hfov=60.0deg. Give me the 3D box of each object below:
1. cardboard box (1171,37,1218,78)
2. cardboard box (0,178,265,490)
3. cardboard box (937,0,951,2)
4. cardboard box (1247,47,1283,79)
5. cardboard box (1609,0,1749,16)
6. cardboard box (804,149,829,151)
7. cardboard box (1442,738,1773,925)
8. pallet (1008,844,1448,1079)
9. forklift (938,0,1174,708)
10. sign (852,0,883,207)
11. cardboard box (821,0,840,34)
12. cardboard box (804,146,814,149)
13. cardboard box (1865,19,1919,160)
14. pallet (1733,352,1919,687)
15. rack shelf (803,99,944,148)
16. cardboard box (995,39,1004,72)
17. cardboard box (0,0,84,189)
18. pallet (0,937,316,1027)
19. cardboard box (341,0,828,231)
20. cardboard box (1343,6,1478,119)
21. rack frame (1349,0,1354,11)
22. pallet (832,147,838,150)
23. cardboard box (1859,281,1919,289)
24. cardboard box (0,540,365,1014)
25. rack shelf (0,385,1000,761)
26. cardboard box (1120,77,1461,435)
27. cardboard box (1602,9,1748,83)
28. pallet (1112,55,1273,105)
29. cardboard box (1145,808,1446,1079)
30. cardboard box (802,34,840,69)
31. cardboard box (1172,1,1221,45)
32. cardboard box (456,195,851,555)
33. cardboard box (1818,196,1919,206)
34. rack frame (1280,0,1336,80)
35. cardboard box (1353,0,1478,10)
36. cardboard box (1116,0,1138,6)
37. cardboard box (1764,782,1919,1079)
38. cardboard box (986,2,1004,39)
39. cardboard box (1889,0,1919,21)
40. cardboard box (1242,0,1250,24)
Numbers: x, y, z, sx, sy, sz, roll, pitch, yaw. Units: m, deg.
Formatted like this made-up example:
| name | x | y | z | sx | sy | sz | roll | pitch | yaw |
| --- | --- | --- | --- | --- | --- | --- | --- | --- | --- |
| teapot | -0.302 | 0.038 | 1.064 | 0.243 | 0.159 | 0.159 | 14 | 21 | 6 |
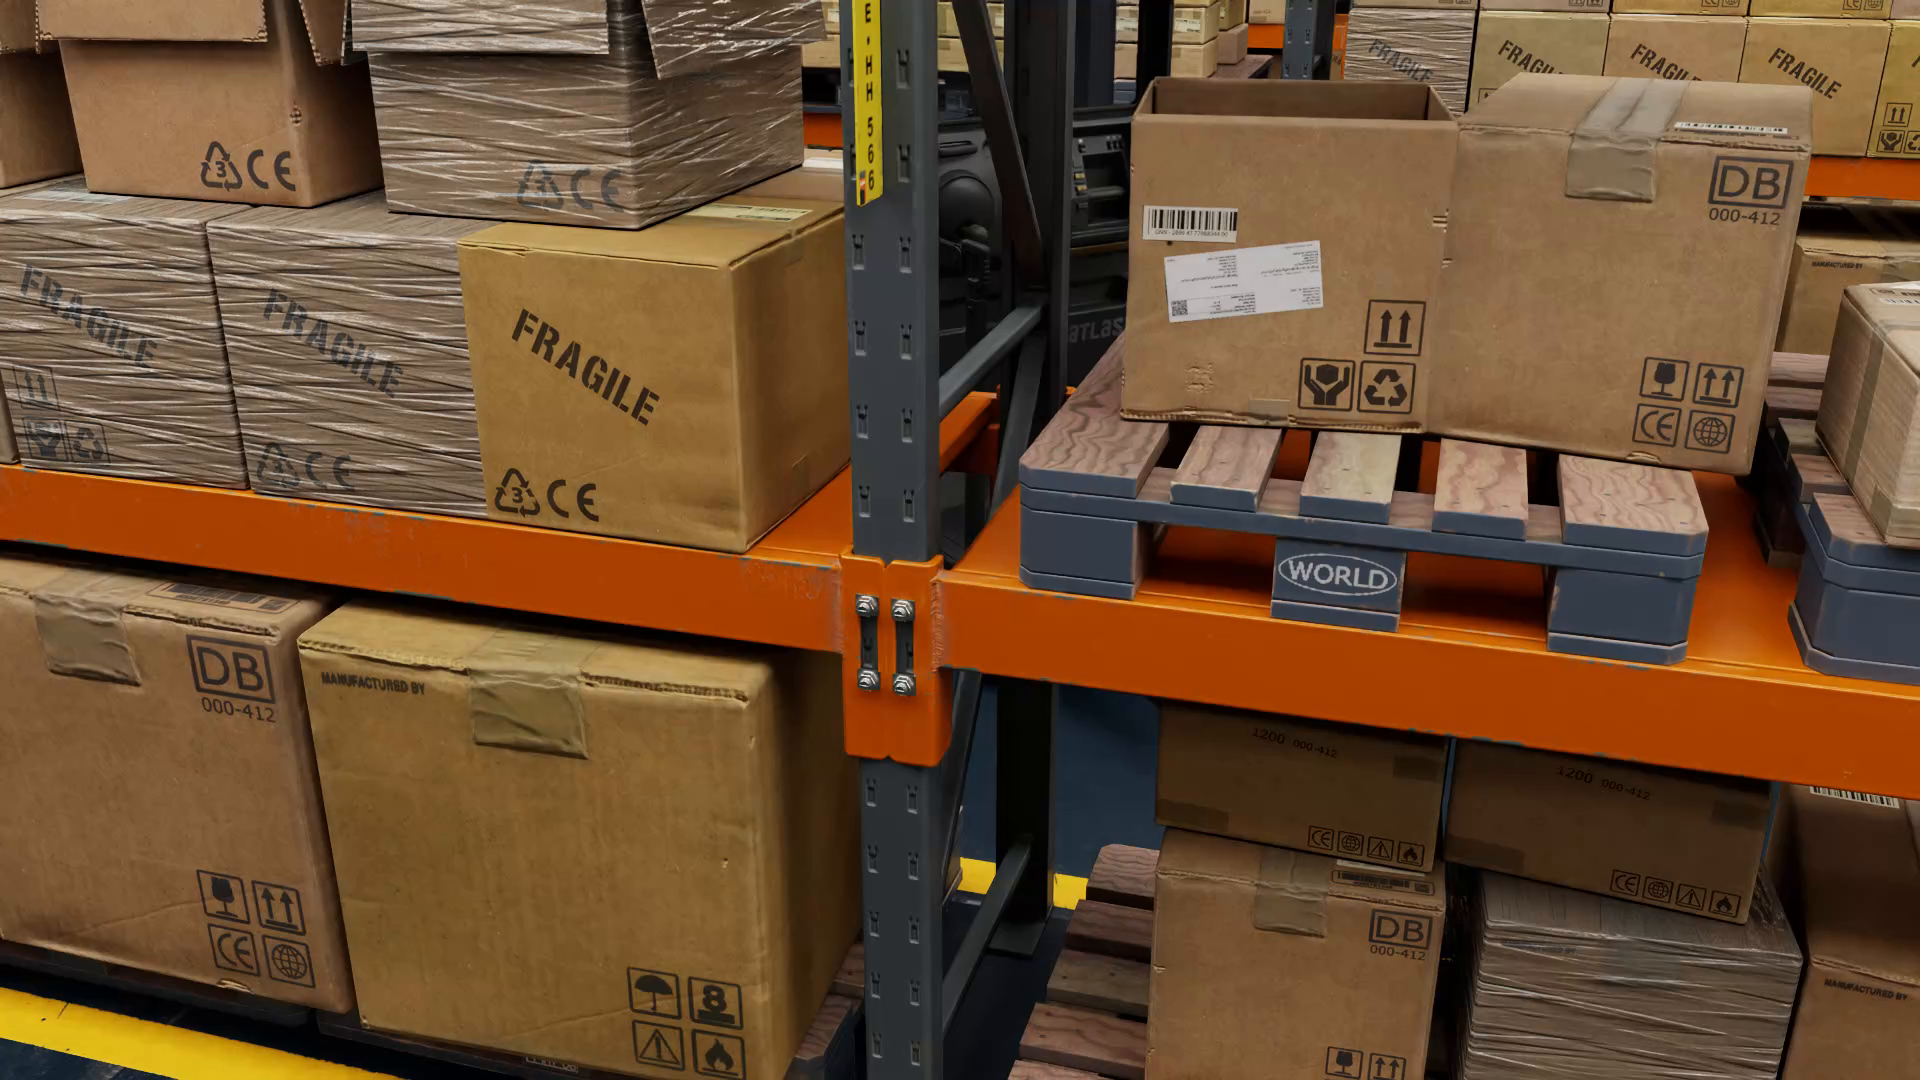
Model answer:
| name | x | y | z | sx | sy | sz | roll | pitch | yaw |
| --- | --- | --- | --- | --- | --- | --- | --- | --- | --- |
| cardboard box | 0.951 | -2.069 | 7.139 | 0.250 | 0.149 | 0.380 | 7 | 23 | 16 |
| cardboard box | -1.492 | -0.436 | 3.248 | 0.500 | 0.500 | 0.500 | 6 | 23 | 14 |
| cardboard box | -0.022 | -2.458 | 7.303 | 0.250 | 0.149 | 0.380 | 7 | 23 | 16 |
| cardboard box | 2.251 | -3.231 | 12.440 | 0.875 | 0.875 | 0.875 | 6 | 23 | 15 |
| cardboard box | 2.959 | -2.450 | 6.840 | 0.500 | 0.500 | 0.700 | 6 | 23 | 15 |
| cardboard box | -1.000 | -1.876 | 8.644 | 0.500 | 0.250 | 0.500 | 8 | 24 | 18 |
| cardboard box | 1.187 | 0.410 | 3.044 | 0.500 | 0.250 | 0.500 | 9 | 24 | 21 |
| pallet | 0.774 | 1.063 | 3.399 | 1.213 | 0.211 | 1.003 | 7 | 23 | 16 |
| forklift | 0.333 | -1.126 | 5.154 | 1.130 | 2.935 | 3.031 | -13 | 26 | -28 |
| sign | -0.131 | -0.647 | 2.368 | 0.005 | 0.325 | 0.100 | 7 | 23 | 16 |
| cardboard box | -0.532 | -2.377 | 7.498 | 0.250 | 0.149 | 0.380 | 6 | 23 | 14 |
| cardboard box | -1.511 | -3.469 | 13.597 | 0.875 | 0.438 | 0.875 | 6 | 23 | 15 |
| cardboard box | 3.841 | -1.783 | 6.531 | 0.500 | 0.500 | 0.500 | 7 | 23 | 16 |
| pallet | 1.933 | -0.022 | 2.624 | 1.213 | 0.211 | 1.003 | 7 | 23 | 16 |
| rack shelf | -0.359 | -1.990 | 8.118 | 4.000 | 0.370 | 1.077 | 7 | 23 | 16 |
| cardboard box | 0.229 | -2.154 | 7.346 | 0.250 | 0.149 | 0.380 | 6 | 23 | 15 |
| cardboard box | -1.936 | -1.053 | 3.431 | 0.637 | 0.503 | 0.797 | 7 | 23 | 17 |
| pallet | -1.871 | 0.729 | 4.215 | 1.213 | 0.211 | 1.003 | 7 | 23 | 16 |
| cardboard box | -0.669 | -0.909 | 3.081 | 0.637 | 0.503 | 0.797 | 7 | 23 | 17 |
| cardboard box | 1.907 | -2.003 | 7.069 | 0.500 | 0.500 | 0.500 | 7 | 23 | 16 |
| rack frame | 2.889 | -3.914 | 11.858 | 0.127 | 3.000 | 1.000 | 7 | 23 | 16 |
| pallet | -1.646 | -3.174 | 13.729 | 1.213 | 0.211 | 1.003 | 7 | 23 | 16 |
| cardboard box | 1.701 | -0.360 | 2.820 | 0.258 | 0.266 | 0.396 | 6 | 23 | 14 |
| cardboard box | -1.480 | 0.292 | 3.852 | 0.875 | 0.875 | 1.225 | 7 | 23 | 16 |
| rack shelf | -1.889 | -0.199 | 3.751 | 4.000 | 0.370 | 1.077 | 7 | 23 | 16 |
| cardboard box | 0.555 | -0.509 | 2.873 | 0.500 | 0.500 | 0.500 | 4 | 23 | 9 |
| cardboard box | 2.878 | -1.893 | 6.800 | 0.500 | 0.500 | 0.500 | 7 | 23 | 15 |
| pallet | 0.843 | -2.055 | 7.579 | 1.003 | 0.211 | 1.213 | 7 | 23 | 16 |
| cardboard box | 0.673 | 0.706 | 3.310 | 0.500 | 0.500 | 0.700 | 5 | 23 | 13 |
| cardboard box | -0.538 | -2.240 | 7.557 | 0.250 | 0.149 | 0.380 | 5 | 23 | 13 |
| cardboard box | 0.951 | -2.208 | 7.087 | 0.250 | 0.149 | 0.380 | 7 | 23 | 17 |
| cardboard box | -0.518 | -0.323 | 2.974 | 0.500 | 0.500 | 0.500 | 7 | 23 | 17 |
| cardboard box | 6.215 | -2.510 | 11.346 | 0.625 | 0.372 | 0.950 | 7 | 23 | 16 |
| rack frame | 1.556 | -2.104 | 7.447 | 0.127 | 3.000 | 1.000 | 7 | 23 | 16 |
| cardboard box | 1.983 | -2.560 | 7.109 | 0.500 | 0.500 | 0.700 | 6 | 23 | 15 |
| cardboard box | 0.714 | -2.373 | 7.096 | 0.250 | 0.149 | 0.380 | 6 | 23 | 15 |
| cardboard box | 1.753 | 0.822 | 3.028 | 0.500 | 0.500 | 0.700 | 9 | 24 | 20 |
| cardboard box | 0.203 | -2.292 | 7.292 | 0.250 | 0.149 | 0.380 | 7 | 23 | 16 |
| cardboard box | 3.931 | -2.338 | 6.567 | 0.500 | 0.500 | 0.700 | 7 | 23 | 16 |
| cardboard box | 1.836 | -3.856 | 11.914 | 0.500 | 0.250 | 0.500 | 7 | 23 | 16 |
